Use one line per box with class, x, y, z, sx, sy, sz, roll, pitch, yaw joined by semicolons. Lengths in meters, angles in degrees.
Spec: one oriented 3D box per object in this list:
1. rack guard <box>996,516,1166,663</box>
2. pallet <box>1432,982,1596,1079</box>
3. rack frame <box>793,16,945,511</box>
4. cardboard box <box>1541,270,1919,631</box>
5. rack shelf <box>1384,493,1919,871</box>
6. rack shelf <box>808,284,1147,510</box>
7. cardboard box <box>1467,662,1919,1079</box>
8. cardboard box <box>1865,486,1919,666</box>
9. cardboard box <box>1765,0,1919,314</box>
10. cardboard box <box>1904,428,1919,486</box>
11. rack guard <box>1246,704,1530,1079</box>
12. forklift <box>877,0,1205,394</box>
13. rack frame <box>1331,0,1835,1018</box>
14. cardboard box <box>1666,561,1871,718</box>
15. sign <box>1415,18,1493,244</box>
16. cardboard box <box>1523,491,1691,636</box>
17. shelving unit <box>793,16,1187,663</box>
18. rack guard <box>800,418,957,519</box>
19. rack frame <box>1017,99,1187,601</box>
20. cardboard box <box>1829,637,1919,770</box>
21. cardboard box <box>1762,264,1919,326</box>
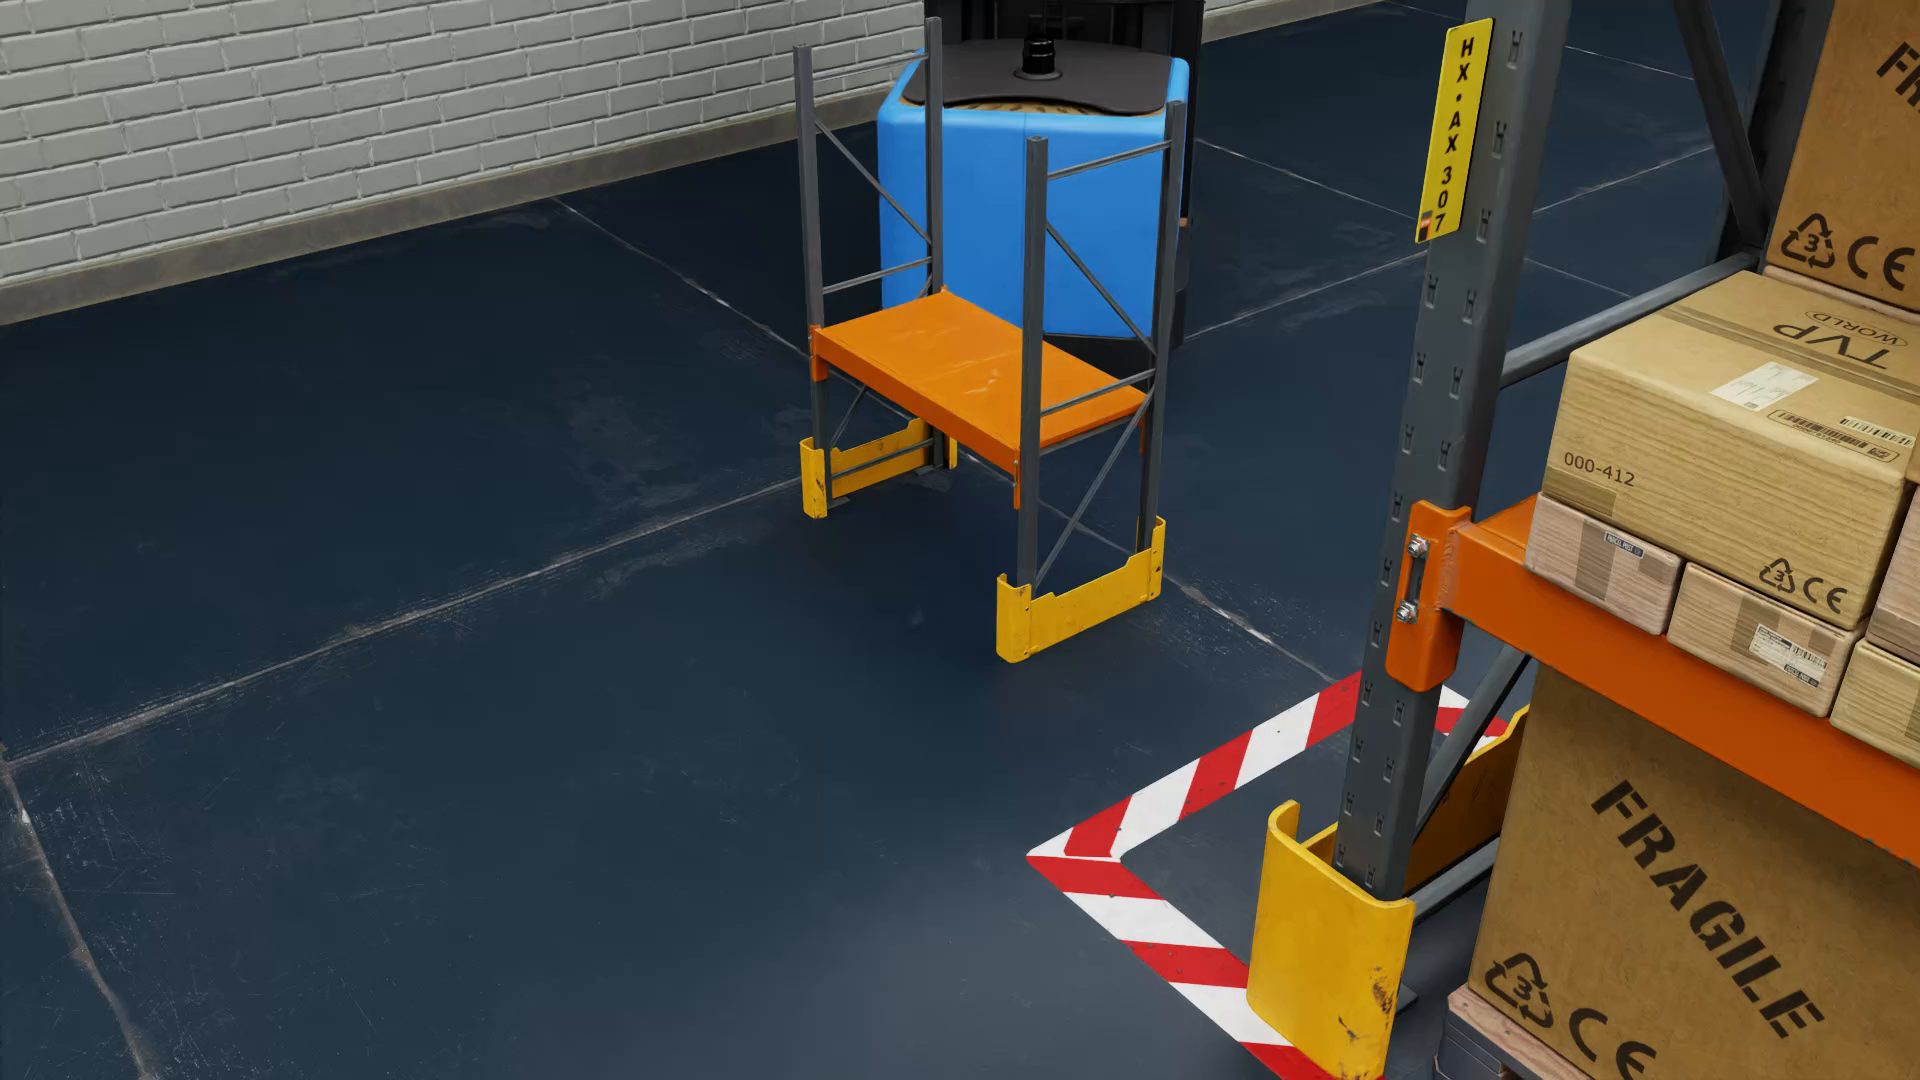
rack guard;0.352;0.133;4.799;0.587;0.250;0.087;-22;38;-31
pallet;1.733;1.107;3.267;1.003;0.211;1.213;-22;38;-31
rack frame;-0.259;-0.813;5.138;0.500;1.500;0.032;-22;38;-31
cardboard box;1.262;-0.160;2.525;0.500;0.250;0.500;-23;39;-33
rack shelf;2.408;0.754;1.875;1.077;0.370;4.000;-22;38;-31
rack shelf;0.052;-0.449;4.892;0.538;0.185;1.000;-22;38;-31
cardboard box;1.637;0.580;3.089;0.875;0.875;0.875;-22;38;-31
cardboard box;1.586;0.054;2.180;0.500;0.250;0.500;-23;38;-32
cardboard box;1.688;-0.648;2.600;0.500;0.500;0.500;-22;38;-31
cardboard box;1.569;-0.271;1.992;0.500;0.500;0.500;-23;39;-32
rack guard;1.167;0.667;3.703;1.175;0.500;0.348;-22;38;-31
forklift;0.440;-2.497;6.493;1.130;2.935;3.031;5;32;7
rack frame;1.181;-0.385;3.027;1.000;3.000;0.127;-22;38;-31
cardboard box;1.297;0.083;2.512;0.380;0.149;0.250;-23;38;-32
sign;0.739;-0.609;2.493;0.100;0.325;0.005;-22;38;-31
cardboard box;1.138;-0.024;2.683;0.380;0.149;0.250;-22;38;-31
shelving unit;0.047;-0.605;4.803;0.587;1.500;1.083;-22;38;-31
rack guard;-0.259;-0.282;5.467;0.587;0.250;0.087;-22;38;-31
rack frame;0.364;-0.390;4.456;0.500;1.500;0.032;-22;38;-31
cardboard box;1.454;0.189;2.340;0.380;0.149;0.250;-23;39;-32
cardboard box;1.688;-0.332;2.801;0.500;0.250;0.500;-23;39;-32
